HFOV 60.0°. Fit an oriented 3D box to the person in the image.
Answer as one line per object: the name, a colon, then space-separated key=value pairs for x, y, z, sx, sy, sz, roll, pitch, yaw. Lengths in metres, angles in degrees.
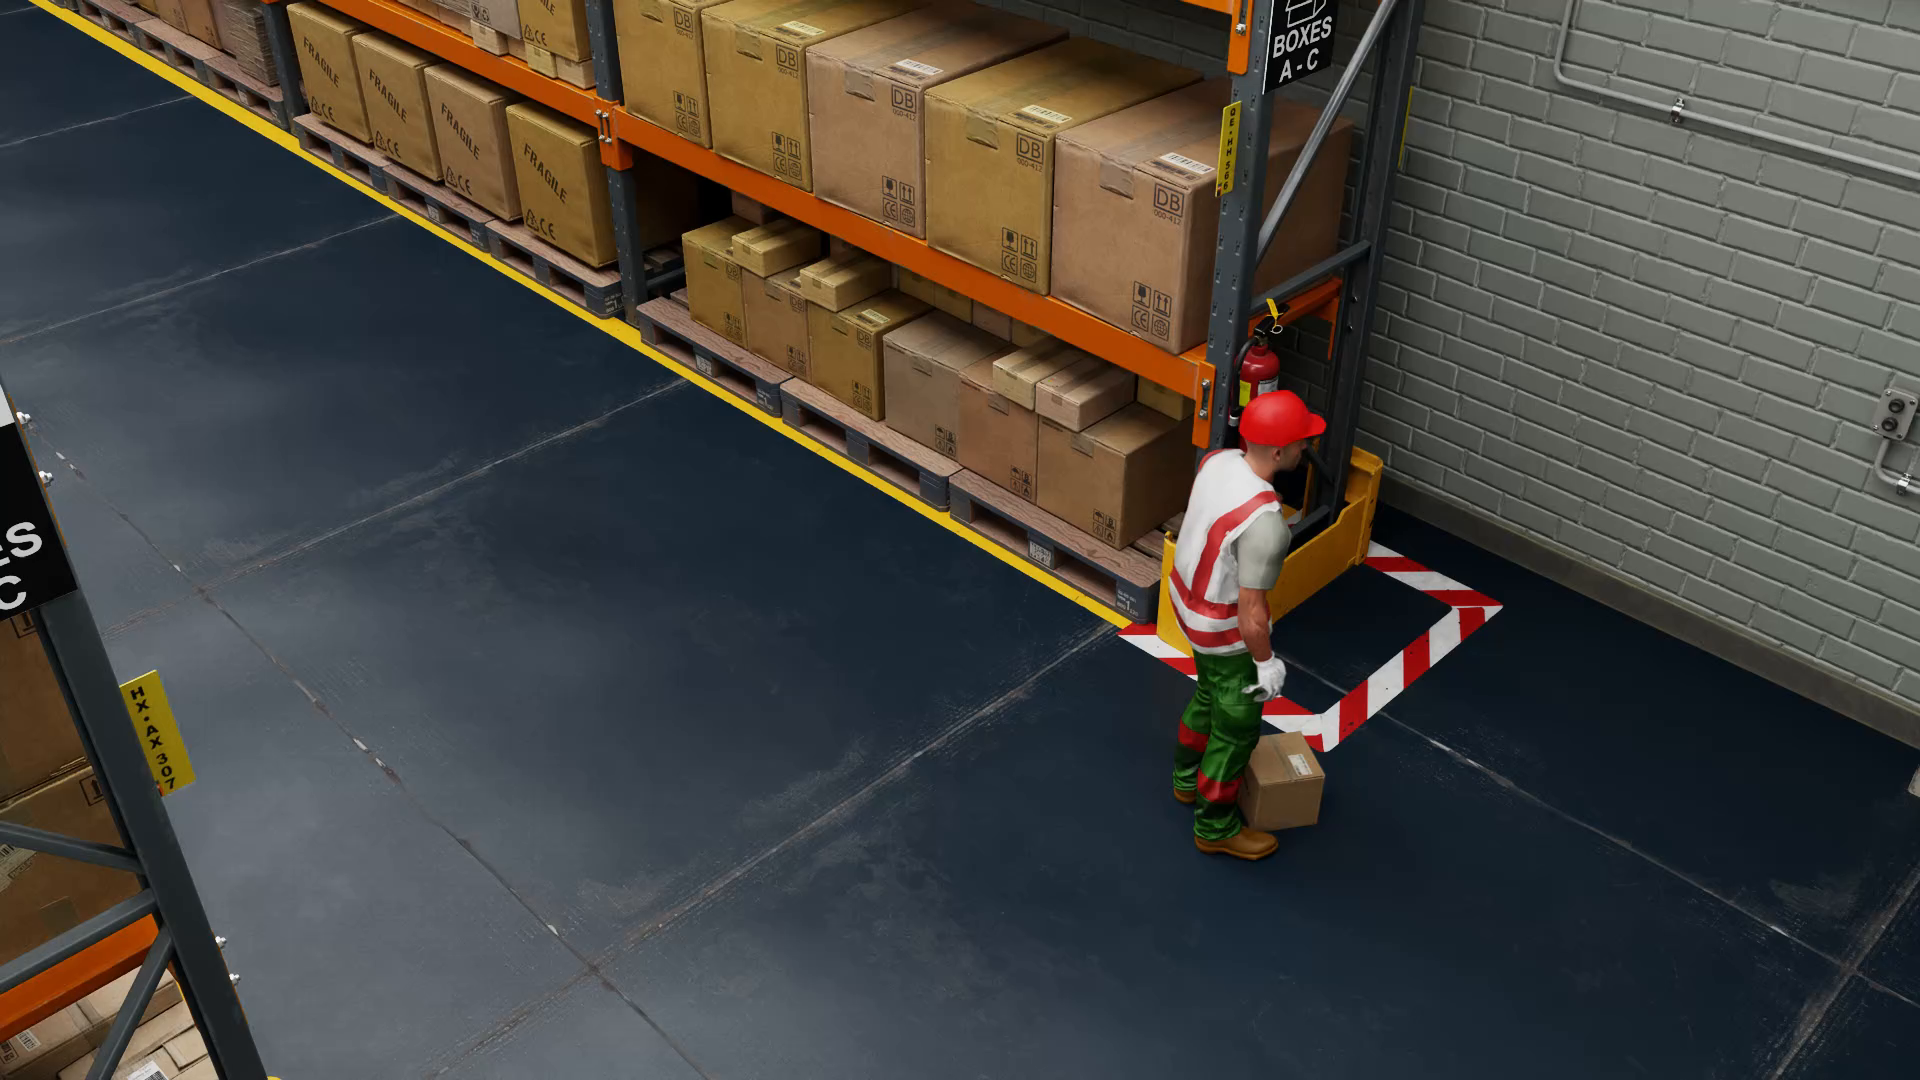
person: x=0.954 y=0.284 z=5.728 sx=0.449 sy=1.780 sz=0.623 roll=-5 pitch=36 yaw=-8
